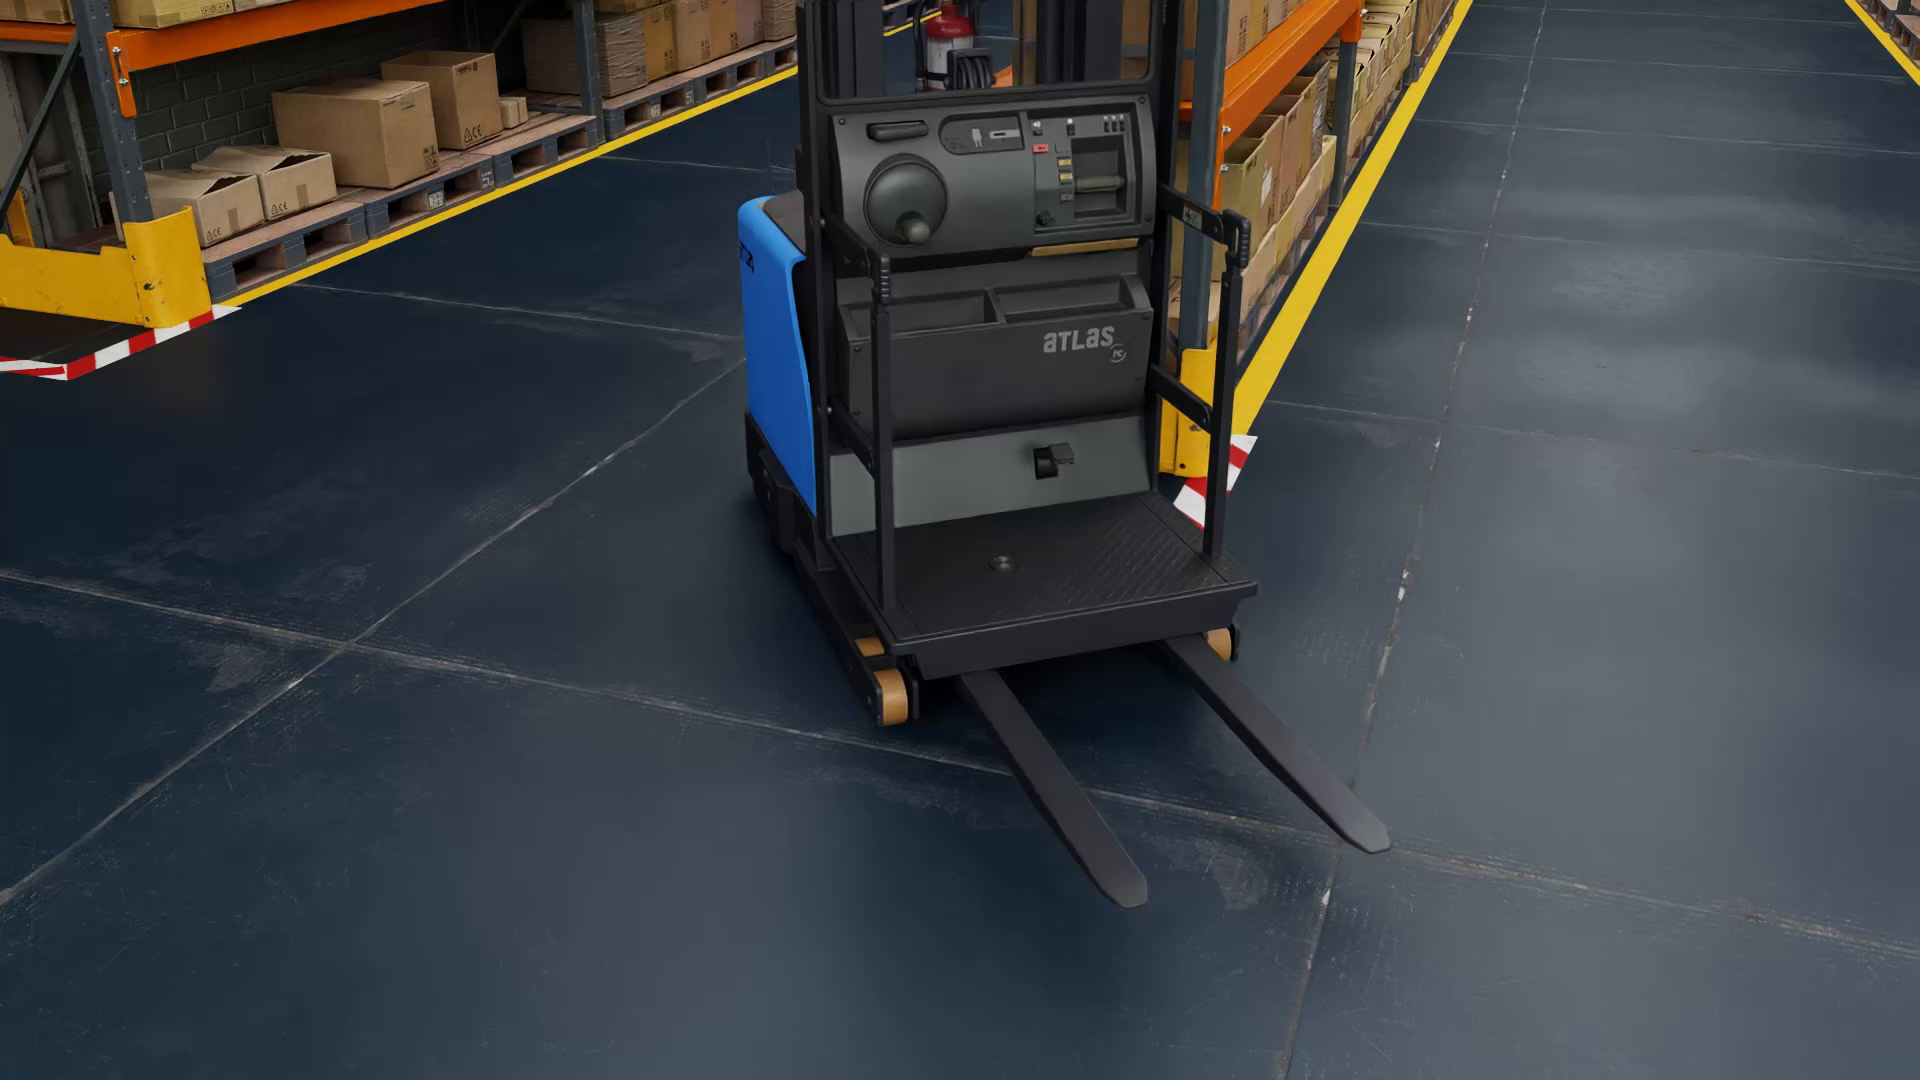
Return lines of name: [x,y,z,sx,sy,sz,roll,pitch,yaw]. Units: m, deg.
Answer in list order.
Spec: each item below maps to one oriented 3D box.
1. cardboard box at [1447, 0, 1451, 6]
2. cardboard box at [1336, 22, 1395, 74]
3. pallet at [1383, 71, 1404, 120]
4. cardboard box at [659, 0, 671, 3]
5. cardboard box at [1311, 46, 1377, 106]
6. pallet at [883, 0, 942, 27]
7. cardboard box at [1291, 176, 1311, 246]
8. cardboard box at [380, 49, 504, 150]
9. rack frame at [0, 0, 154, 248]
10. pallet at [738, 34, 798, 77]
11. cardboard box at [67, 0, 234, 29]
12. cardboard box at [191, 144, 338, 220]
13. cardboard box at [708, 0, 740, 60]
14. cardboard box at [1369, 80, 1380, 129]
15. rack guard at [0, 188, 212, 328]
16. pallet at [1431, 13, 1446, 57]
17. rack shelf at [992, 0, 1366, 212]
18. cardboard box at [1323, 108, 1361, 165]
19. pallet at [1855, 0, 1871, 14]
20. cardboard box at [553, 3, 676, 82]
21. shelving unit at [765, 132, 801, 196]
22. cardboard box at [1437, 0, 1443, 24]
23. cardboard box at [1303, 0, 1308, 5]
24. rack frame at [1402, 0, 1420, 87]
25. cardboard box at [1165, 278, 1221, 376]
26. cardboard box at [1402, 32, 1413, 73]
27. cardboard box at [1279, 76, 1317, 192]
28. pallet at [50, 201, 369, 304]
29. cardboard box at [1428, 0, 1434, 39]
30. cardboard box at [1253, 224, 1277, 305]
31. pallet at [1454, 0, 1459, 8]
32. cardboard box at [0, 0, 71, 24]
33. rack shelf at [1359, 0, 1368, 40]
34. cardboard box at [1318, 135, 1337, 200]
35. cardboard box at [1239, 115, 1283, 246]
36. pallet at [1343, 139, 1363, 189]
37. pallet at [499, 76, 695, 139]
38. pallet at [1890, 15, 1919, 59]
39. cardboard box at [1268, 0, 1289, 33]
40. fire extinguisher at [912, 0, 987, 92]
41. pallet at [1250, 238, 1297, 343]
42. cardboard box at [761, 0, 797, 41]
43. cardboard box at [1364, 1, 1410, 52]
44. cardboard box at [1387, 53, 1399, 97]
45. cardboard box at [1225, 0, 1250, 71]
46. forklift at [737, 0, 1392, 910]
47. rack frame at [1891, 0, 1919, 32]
cardboard box: [4.365,-5.299,15.616,0.500,0.500,0.500,9,27,18]
cardboard box: [2.652,-3.355,11.266,0.500,0.311,0.500,10,27,19]
pallet: [2.789,-3.441,12.615,1.003,0.211,1.213,9,27,17]
cardboard box: [-2.361,-4.213,12.512,0.500,0.250,0.500,8,27,16]
cardboard box: [2.313,-2.928,10.384,0.500,0.311,0.500,8,27,17]
pallet: [-0.831,-5.303,16.461,1.003,0.211,1.213,9,27,17]
cardboard box: [1.493,-1.703,8.498,0.500,0.250,0.500,9,27,17]
cardboard box: [-3.211,-2.743,10.336,0.500,0.500,0.500,7,27,14]
rack frame: [-4.235,-2.458,7.385,1.000,3.000,0.127,9,27,17]
pallet: [-1.834,-4.170,14.120,1.003,0.211,1.213,9,27,17]
cardboard box: [-3.773,-2.554,7.732,0.500,0.250,0.500,8,27,16]
cardboard box: [-3.730,-1.951,8.919,0.500,0.311,0.500,11,28,22]
cardboard box: [-2.183,-4.112,13.164,0.700,0.500,0.500,9,27,17]
cardboard box: [2.478,-2.889,10.949,0.500,0.250,0.500,8,27,16]
rack guard: [-4.209,-1.364,7.994,1.175,0.500,0.348,9,27,17]
pallet: [3.792,-4.575,14.956,1.003,0.211,1.213,9,27,17]
rack shelf: [1.104,-2.239,7.759,1.077,0.370,4.000,9,27,17]
cardboard box: [2.137,-2.466,10.075,0.500,0.250,0.500,8,27,16]
pallet: [9.714,-5.509,16.885,1.003,0.211,1.213,9,27,17]
cardboard box: [-2.550,-3.699,12.312,0.700,0.500,0.500,8,27,16]
shelving unit: [-0.542,-0.886,6.202,0.258,1.200,0.189,18,31,33]
cardboard box: [4.031,-4.884,14.759,0.500,0.500,0.500,8,27,16]
cardboard box: [1.458,-3.029,8.449,0.700,0.500,0.500,8,27,17]
rack frame: [3.100,-5.029,12.694,1.000,3.000,0.127,9,27,17]
cardboard box: [0.826,-0.881,6.800,0.500,0.250,0.500,9,27,17]
cardboard box: [3.155,-3.729,12.682,0.500,0.250,0.500,9,27,19]
cardboard box: [1.481,-2.042,8.338,0.500,0.500,0.500,9,27,17]
pallet: [-3.906,-1.563,8.736,1.003,0.211,1.213,9,27,17]
cardboard box: [3.690,-4.463,13.890,0.500,0.500,0.500,8,27,16]
cardboard box: [1.156,-1.292,7.650,0.500,0.250,0.500,9,27,17]
pallet: [4.661,-5.700,17.280,1.003,0.211,1.213,9,27,17]
cardboard box: [-4.262,-2.620,7.868,0.500,0.250,0.500,9,27,18]
rack shelf: [2.435,-3.883,11.154,1.077,0.370,4.000,9,27,17]
cardboard box: [1.821,-2.114,9.348,0.500,0.250,0.500,9,27,17]
cardboard box: [1.145,-1.631,7.490,0.500,0.500,0.500,9,27,17]
pallet: [1.978,-2.438,10.544,1.003,0.211,1.213,9,27,17]
pallet: [-2.646,-3.167,12.049,1.003,0.211,1.213,9,27,17]
pallet: [8.805,-4.387,14.568,1.003,0.211,1.213,9,27,17]
cardboard box: [1.118,-2.613,7.590,0.700,0.500,0.500,10,27,19]
fire extinguisher: [-0.039,-1.725,5.960,0.296,0.674,0.183,9,27,17]
pallet: [1.061,-1.306,8.206,1.003,0.211,1.213,9,27,17]
cardboard box: [-1.763,-4.515,13.997,0.700,0.500,0.500,9,27,18]
cardboard box: [2.991,-3.767,12.118,0.500,0.311,0.500,8,27,17]
cardboard box: [2.817,-3.310,11.818,0.500,0.250,0.500,9,27,19]
cardboard box: [0.776,-2.193,6.722,0.700,0.500,0.500,9,27,19]
forklift: [0.179,-0.994,4.439,1.130,2.935,3.031,-8,27,-17]
rack frame: [9.101,-5.953,14.603,1.000,3.000,0.127,9,27,17]
